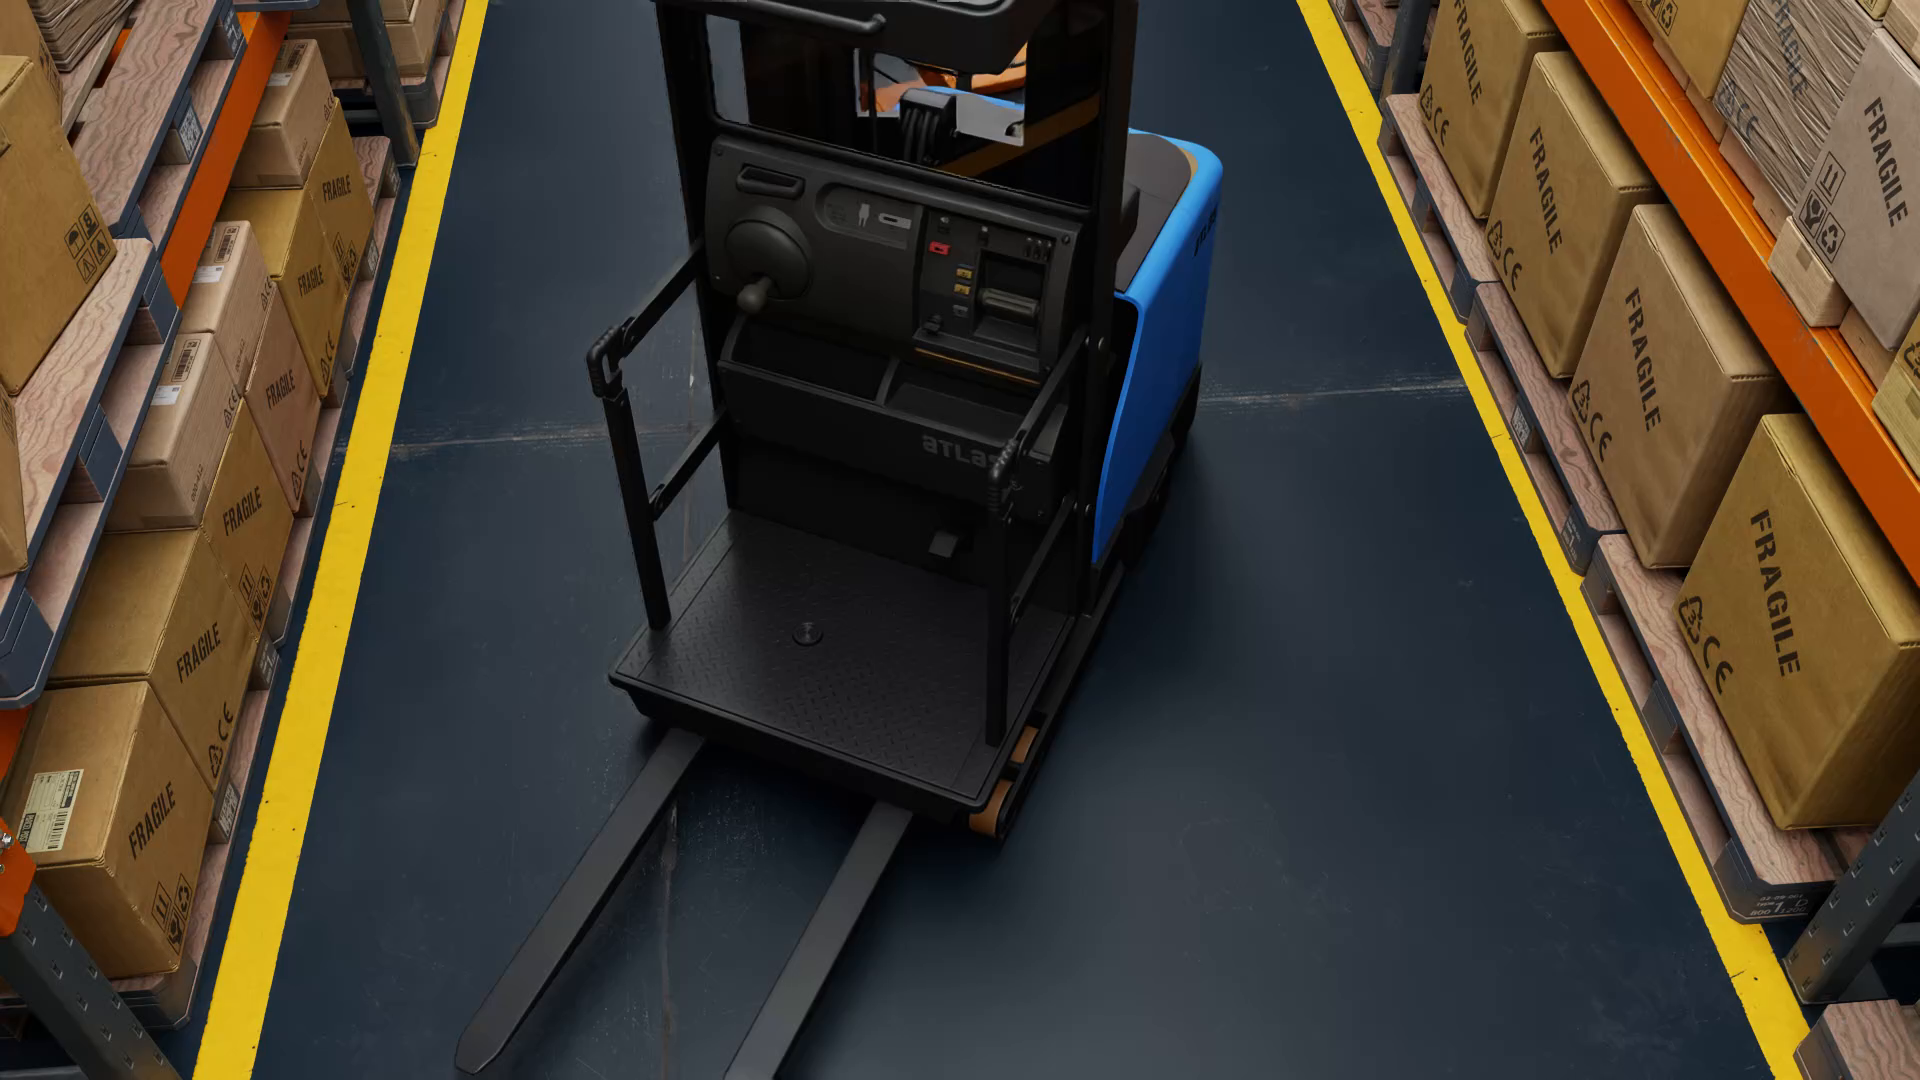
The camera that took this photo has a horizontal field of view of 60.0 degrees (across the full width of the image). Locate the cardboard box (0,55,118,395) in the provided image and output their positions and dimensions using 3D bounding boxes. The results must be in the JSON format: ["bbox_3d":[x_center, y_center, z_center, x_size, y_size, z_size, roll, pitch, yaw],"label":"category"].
[{"bbox_3d":[-2.283,-0.668,3.458,0.700,0.500,0.500,3,47,3],"label":"cardboard box"}]

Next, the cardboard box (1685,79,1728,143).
[{"bbox_3d":[2.206,-1.205,4.485,0.380,0.149,0.250,-2,47,-2],"label":"cardboard box"}]

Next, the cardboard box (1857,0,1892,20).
[{"bbox_3d":[2.220,-1.406,3.712,0.500,0.250,0.500,-3,47,-3],"label":"cardboard box"}]

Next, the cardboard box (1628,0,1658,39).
[{"bbox_3d":[2.188,-1.576,4.836,0.380,0.149,0.250,-3,47,-3],"label":"cardboard box"}]

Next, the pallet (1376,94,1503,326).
[{"bbox_3d":[2.246,-1.303,6.339,1.003,0.211,1.213,-3,47,-3],"label":"pallet"}]

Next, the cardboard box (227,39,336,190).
[{"bbox_3d":[-2.360,-1.380,5.393,0.500,0.250,0.500,-2,47,-2],"label":"cardboard box"}]

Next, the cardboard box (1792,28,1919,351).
[{"bbox_3d":[2.248,-0.773,3.629,0.500,0.500,0.500,-3,47,-3],"label":"cardboard box"}]

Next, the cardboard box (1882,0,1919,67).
[{"bbox_3d":[2.263,-1.037,3.362,0.500,0.250,0.500,-3,47,-2],"label":"cardboard box"}]

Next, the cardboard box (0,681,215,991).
[{"bbox_3d":[-2.143,0.705,3.935,0.500,0.500,0.500,-5,47,-5],"label":"cardboard box"}]

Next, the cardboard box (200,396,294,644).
[{"bbox_3d":[-2.234,-0.043,4.643,0.500,0.500,0.500,-3,47,-3],"label":"cardboard box"}]

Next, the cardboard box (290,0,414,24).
[{"bbox_3d":[-2.432,-2.321,6.601,0.500,0.311,0.500,-2,47,-2],"label":"cardboard box"}]

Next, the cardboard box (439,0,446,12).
[{"bbox_3d":[-2.475,-2.492,7.149,0.500,0.250,0.500,-5,47,-4],"label":"cardboard box"}]

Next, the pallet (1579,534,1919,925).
[{"bbox_3d":[2.450,0.462,4.667,1.003,0.211,1.213,-3,47,-3],"label":"pallet"}]

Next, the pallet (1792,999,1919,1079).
[{"bbox_3d":[2.576,1.571,3.617,1.003,0.211,1.213,-3,47,-3],"label":"pallet"}]

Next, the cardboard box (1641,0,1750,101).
[{"bbox_3d":[2.167,-1.498,4.316,0.500,0.500,0.500,-2,47,-2],"label":"cardboard box"}]

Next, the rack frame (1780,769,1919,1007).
[{"bbox_3d":[2.590,0.057,3.130,1.000,3.000,0.127,-3,47,-3],"label":"rack frame"}]

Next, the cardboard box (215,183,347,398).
[{"bbox_3d":[-2.325,-0.788,5.349,0.500,0.500,0.500,-5,47,-5],"label":"cardboard box"}]

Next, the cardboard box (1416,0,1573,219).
[{"bbox_3d":[2.186,-1.702,5.987,0.750,0.750,0.750,-4,47,-4],"label":"cardboard box"}]

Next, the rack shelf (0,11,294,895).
[{"bbox_3d":[-2.513,-0.839,4.474,1.077,0.370,4.000,-3,47,-3],"label":"rack shelf"}]

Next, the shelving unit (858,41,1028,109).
[{"bbox_3d":[0.044,-1.522,5.917,0.538,1.125,1.048,-16,49,-14],"label":"shelving unit"}]

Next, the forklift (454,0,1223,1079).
[{"bbox_3d":[-0.259,-0.568,3.769,1.130,2.935,3.031,17,49,16],"label":"forklift"}]

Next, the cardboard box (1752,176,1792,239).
[{"bbox_3d":[2.223,-0.830,4.130,0.380,0.149,0.250,-3,47,-3],"label":"cardboard box"}]

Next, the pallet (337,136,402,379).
[{"bbox_3d":[-2.656,-1.032,6.082,1.003,0.211,1.213,-3,47,-3],"label":"pallet"}]

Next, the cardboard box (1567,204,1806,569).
[{"bbox_3d":[2.329,-0.453,4.805,0.750,0.750,0.750,-2,47,-2],"label":"cardboard box"}]

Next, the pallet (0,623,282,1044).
[{"bbox_3d":[-2.452,0.734,4.410,1.003,0.211,1.213,-3,47,-3],"label":"pallet"}]

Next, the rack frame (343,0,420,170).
[{"bbox_3d":[-2.681,-2.533,5.583,1.000,3.000,0.127,-3,47,-3],"label":"rack frame"}]

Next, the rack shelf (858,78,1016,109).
[{"bbox_3d":[0.044,-1.354,6.094,0.538,0.278,1.000,-16,49,-14],"label":"rack shelf"}]

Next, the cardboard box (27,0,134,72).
[{"bbox_3d":[-2.629,-1.590,4.331,0.700,0.500,0.500,4,47,4],"label":"cardboard box"}]

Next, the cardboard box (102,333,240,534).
[{"bbox_3d":[-2.227,-0.277,4.348,0.500,0.250,0.500,-3,47,-3],"label":"cardboard box"}]

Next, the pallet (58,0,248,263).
[{"bbox_3d":[-2.513,-1.060,4.320,1.003,0.211,1.213,-3,47,-3],"label":"pallet"}]

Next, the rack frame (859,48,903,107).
[{"bbox_3d":[-0.138,-1.867,6.243,0.500,1.125,0.032,-16,49,-14],"label":"rack frame"}]

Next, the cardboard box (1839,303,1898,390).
[{"bbox_3d":[2.258,-0.462,3.781,0.380,0.149,0.250,-2,47,-2],"label":"cardboard box"}]
